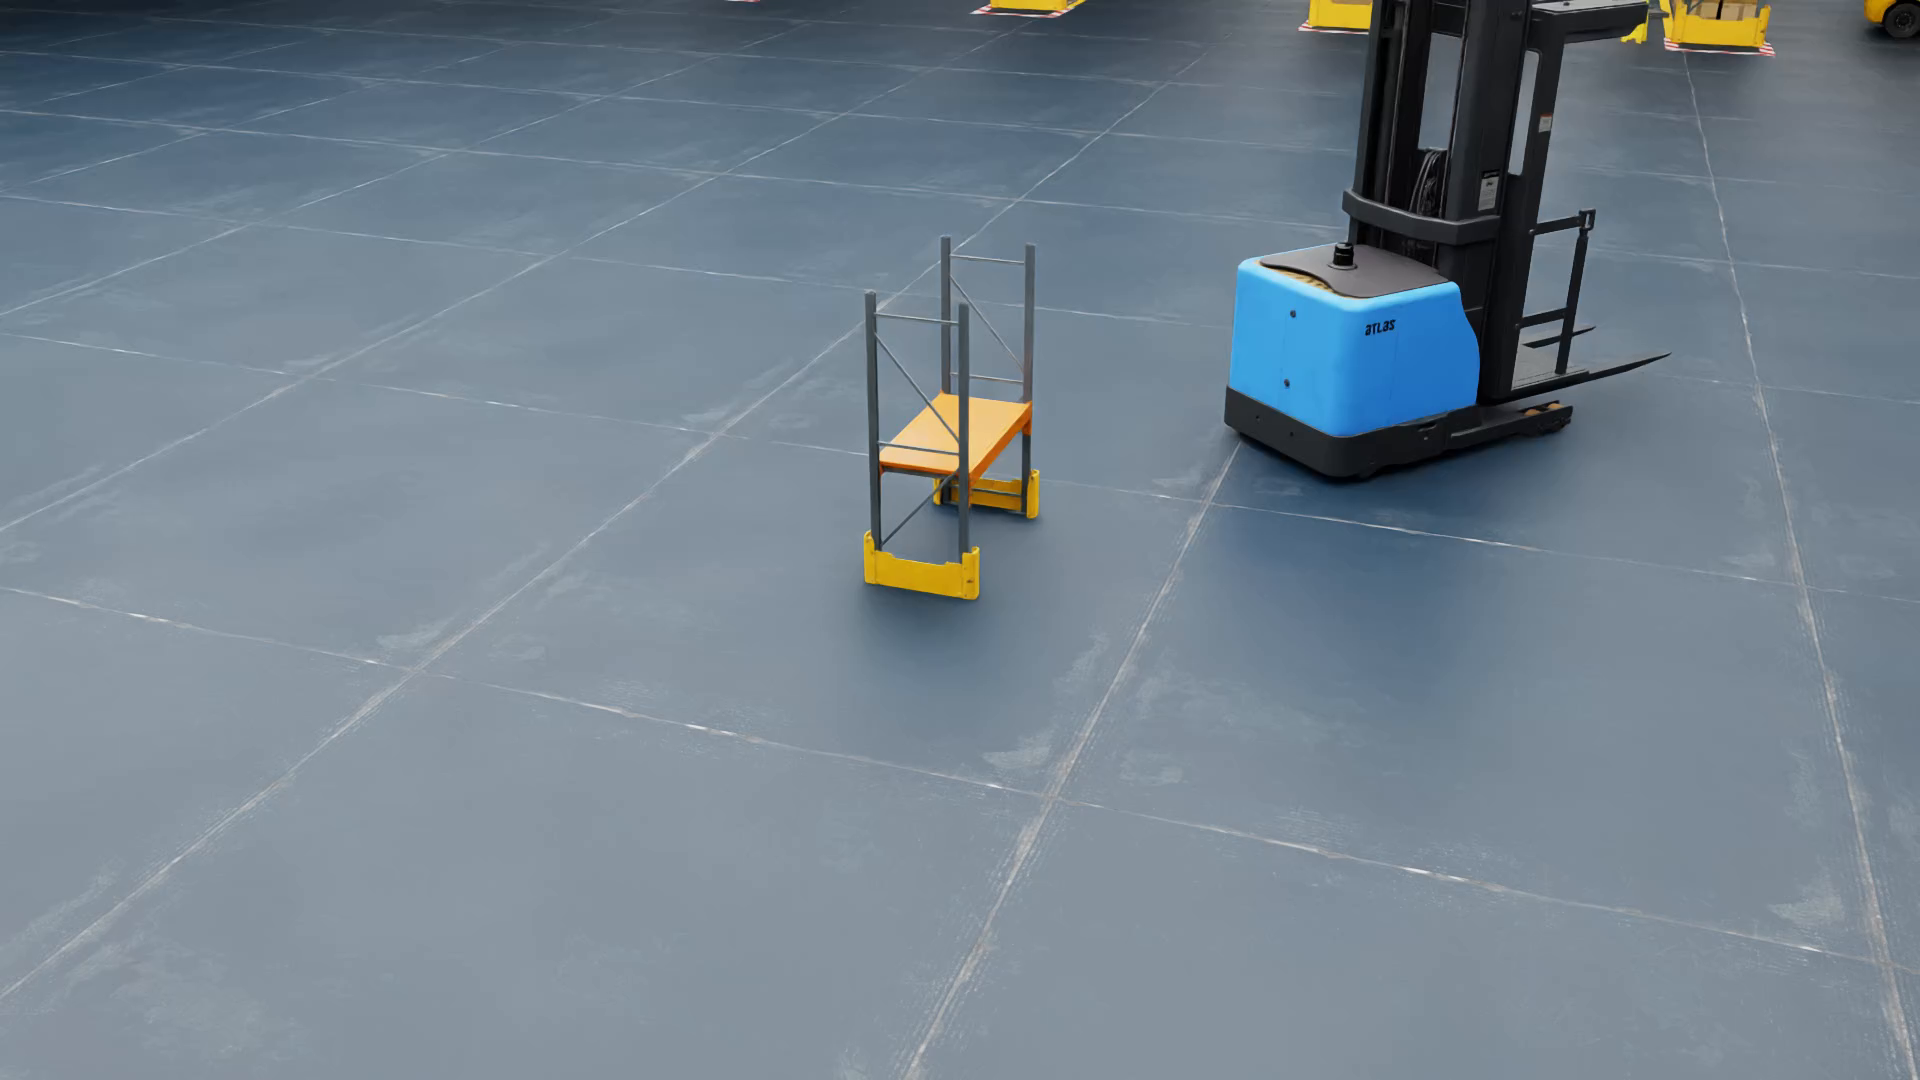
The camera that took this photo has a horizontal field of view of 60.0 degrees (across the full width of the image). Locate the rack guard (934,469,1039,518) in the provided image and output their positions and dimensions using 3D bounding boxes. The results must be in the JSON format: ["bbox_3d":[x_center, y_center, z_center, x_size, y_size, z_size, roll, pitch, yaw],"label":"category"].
[{"bbox_3d":[0.140,-0.286,9.054,0.587,0.250,0.087,9,27,17],"label":"rack guard"}]

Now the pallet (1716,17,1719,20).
[{"bbox_3d":[10.712,-7.269,23.521,1.003,0.211,1.213,9,27,17],"label":"pallet"}]

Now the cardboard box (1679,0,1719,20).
[{"bbox_3d":[10.406,-7.497,23.465,0.500,0.250,0.500,9,27,17],"label":"cardboard box"}]

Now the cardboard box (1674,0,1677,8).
[{"bbox_3d":[10.747,-7.914,24.327,0.500,0.250,0.500,8,27,16],"label":"cardboard box"}]

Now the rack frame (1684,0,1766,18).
[{"bbox_3d":[10.383,-8.164,22.170,1.000,3.000,0.127,9,27,17],"label":"rack frame"}]

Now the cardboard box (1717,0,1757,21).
[{"bbox_3d":[10.912,-7.407,23.280,0.500,0.250,0.500,9,27,17],"label":"cardboard box"}]

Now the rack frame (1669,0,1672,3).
[{"bbox_3d":[11.714,-9.808,25.565,1.000,3.000,0.127,9,27,17],"label":"rack frame"}]

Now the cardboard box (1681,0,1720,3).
[{"bbox_3d":[10.404,-7.820,23.272,0.500,0.500,0.500,9,27,18],"label":"cardboard box"}]

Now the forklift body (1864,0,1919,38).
[{"bbox_3d":[13.976,-8.108,23.027,2.313,2.155,1.214,9,27,17],"label":"forklift body"}]

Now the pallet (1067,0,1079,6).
[{"bbox_3d":[1.367,-8.706,26.489,1.003,0.211,1.213,9,27,17],"label":"pallet"}]

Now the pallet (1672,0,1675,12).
[{"bbox_3d":[11.524,-8.272,25.592,1.003,0.211,1.213,9,27,17],"label":"pallet"}]

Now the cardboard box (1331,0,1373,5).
[{"bbox_3d":[5.845,-8.361,24.534,0.875,0.875,0.875,9,27,18],"label":"cardboard box"}]

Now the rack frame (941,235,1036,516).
[{"bbox_3d":[0.141,-0.849,8.782,0.500,1.500,0.032,9,27,17],"label":"rack frame"}]

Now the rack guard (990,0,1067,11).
[{"bbox_3d":[1.063,-8.508,25.747,1.175,0.500,0.348,9,27,17],"label":"rack guard"}]

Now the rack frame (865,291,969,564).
[{"bbox_3d":[-0.198,-0.431,7.919,0.500,1.500,0.032,9,27,17],"label":"rack frame"}]

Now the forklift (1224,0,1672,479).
[{"bbox_3d":[3.128,-2.122,9.770,3.031,2.935,1.130,-14,29,-27],"label":"forklift"}]

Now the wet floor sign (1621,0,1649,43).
[{"bbox_3d":[9.311,-7.182,22.842,0.267,0.644,0.232,20,32,35],"label":"wet floor sign"}]

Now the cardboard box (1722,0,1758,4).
[{"bbox_3d":[10.920,-7.754,23.136,0.500,0.500,0.500,8,27,16],"label":"cardboard box"}]

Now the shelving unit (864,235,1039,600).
[{"bbox_3d":[-0.025,-0.644,8.358,0.587,1.500,1.083,9,27,17],"label":"shelving unit"}]

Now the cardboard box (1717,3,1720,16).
[{"bbox_3d":[11.089,-7.616,23.711,0.500,0.250,0.500,10,27,19],"label":"cardboard box"}]

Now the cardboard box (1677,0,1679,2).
[{"bbox_3d":[10.578,-7.699,23.882,0.500,0.250,0.500,9,27,18],"label":"cardboard box"}]

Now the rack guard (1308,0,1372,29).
[{"bbox_3d":[5.673,-7.706,24.091,1.175,0.500,0.348,9,27,17],"label":"rack guard"}]

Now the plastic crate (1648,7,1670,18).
[{"bbox_3d":[10.418,-7.968,25.114,0.402,0.080,0.583,0,26,-1],"label":"plastic crate"}]

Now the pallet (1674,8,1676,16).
[{"bbox_3d":[11.120,-7.769,24.553,1.003,0.211,1.213,9,27,17],"label":"pallet"}]

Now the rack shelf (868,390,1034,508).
[{"bbox_3d":[-0.028,-0.478,8.429,0.538,0.185,1.000,9,27,17],"label":"rack shelf"}]

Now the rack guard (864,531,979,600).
[{"bbox_3d":[-0.191,0.123,8.208,0.587,0.250,0.087,9,27,17],"label":"rack guard"}]

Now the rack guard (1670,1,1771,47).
[{"bbox_3d":[10.408,-7.070,22.779,1.175,0.500,0.348,9,27,17],"label":"rack guard"}]
